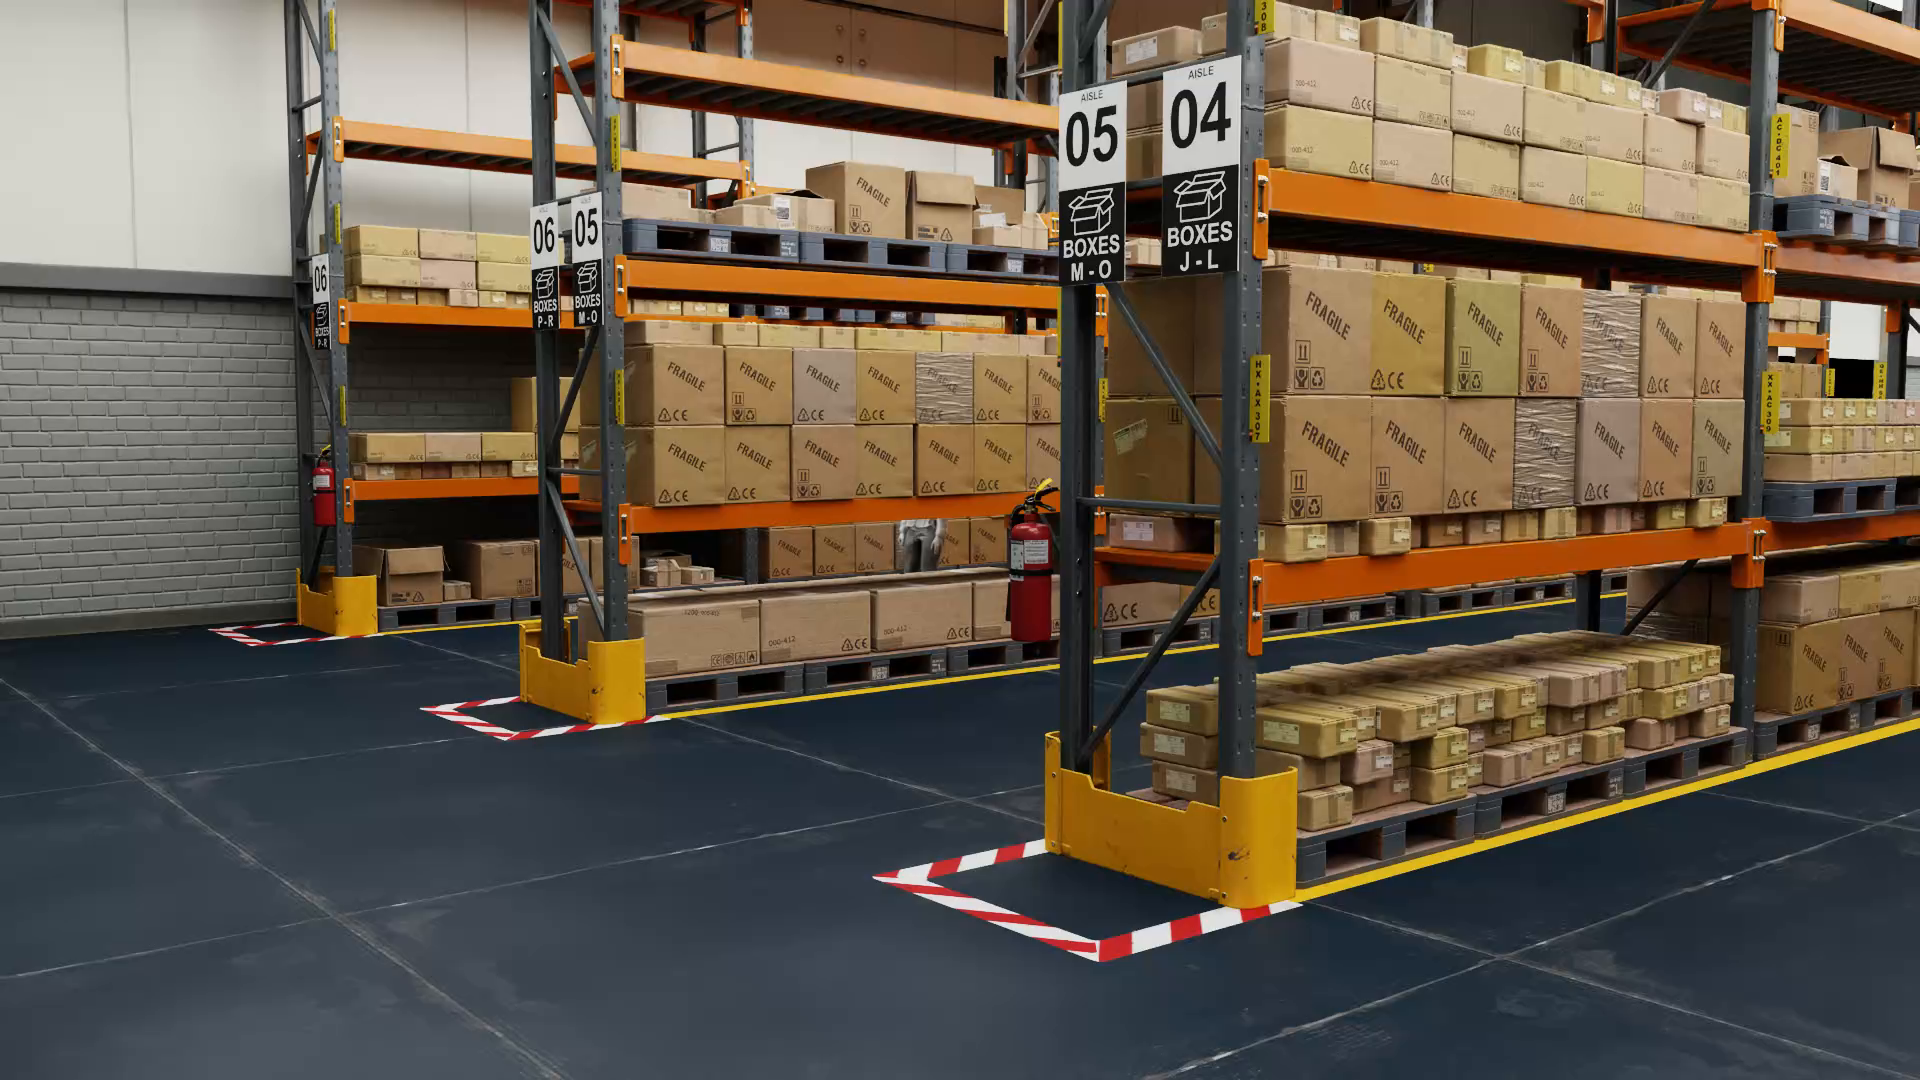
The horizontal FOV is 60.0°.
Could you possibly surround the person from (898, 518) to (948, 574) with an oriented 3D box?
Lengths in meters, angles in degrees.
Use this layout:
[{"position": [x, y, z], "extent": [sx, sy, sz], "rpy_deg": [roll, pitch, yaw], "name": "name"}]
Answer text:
[{"position": [-0.329, -0.032, 14.137], "extent": [0.346, 1.663, 0.547], "rpy_deg": [-4, 6, -42], "name": "person"}]
